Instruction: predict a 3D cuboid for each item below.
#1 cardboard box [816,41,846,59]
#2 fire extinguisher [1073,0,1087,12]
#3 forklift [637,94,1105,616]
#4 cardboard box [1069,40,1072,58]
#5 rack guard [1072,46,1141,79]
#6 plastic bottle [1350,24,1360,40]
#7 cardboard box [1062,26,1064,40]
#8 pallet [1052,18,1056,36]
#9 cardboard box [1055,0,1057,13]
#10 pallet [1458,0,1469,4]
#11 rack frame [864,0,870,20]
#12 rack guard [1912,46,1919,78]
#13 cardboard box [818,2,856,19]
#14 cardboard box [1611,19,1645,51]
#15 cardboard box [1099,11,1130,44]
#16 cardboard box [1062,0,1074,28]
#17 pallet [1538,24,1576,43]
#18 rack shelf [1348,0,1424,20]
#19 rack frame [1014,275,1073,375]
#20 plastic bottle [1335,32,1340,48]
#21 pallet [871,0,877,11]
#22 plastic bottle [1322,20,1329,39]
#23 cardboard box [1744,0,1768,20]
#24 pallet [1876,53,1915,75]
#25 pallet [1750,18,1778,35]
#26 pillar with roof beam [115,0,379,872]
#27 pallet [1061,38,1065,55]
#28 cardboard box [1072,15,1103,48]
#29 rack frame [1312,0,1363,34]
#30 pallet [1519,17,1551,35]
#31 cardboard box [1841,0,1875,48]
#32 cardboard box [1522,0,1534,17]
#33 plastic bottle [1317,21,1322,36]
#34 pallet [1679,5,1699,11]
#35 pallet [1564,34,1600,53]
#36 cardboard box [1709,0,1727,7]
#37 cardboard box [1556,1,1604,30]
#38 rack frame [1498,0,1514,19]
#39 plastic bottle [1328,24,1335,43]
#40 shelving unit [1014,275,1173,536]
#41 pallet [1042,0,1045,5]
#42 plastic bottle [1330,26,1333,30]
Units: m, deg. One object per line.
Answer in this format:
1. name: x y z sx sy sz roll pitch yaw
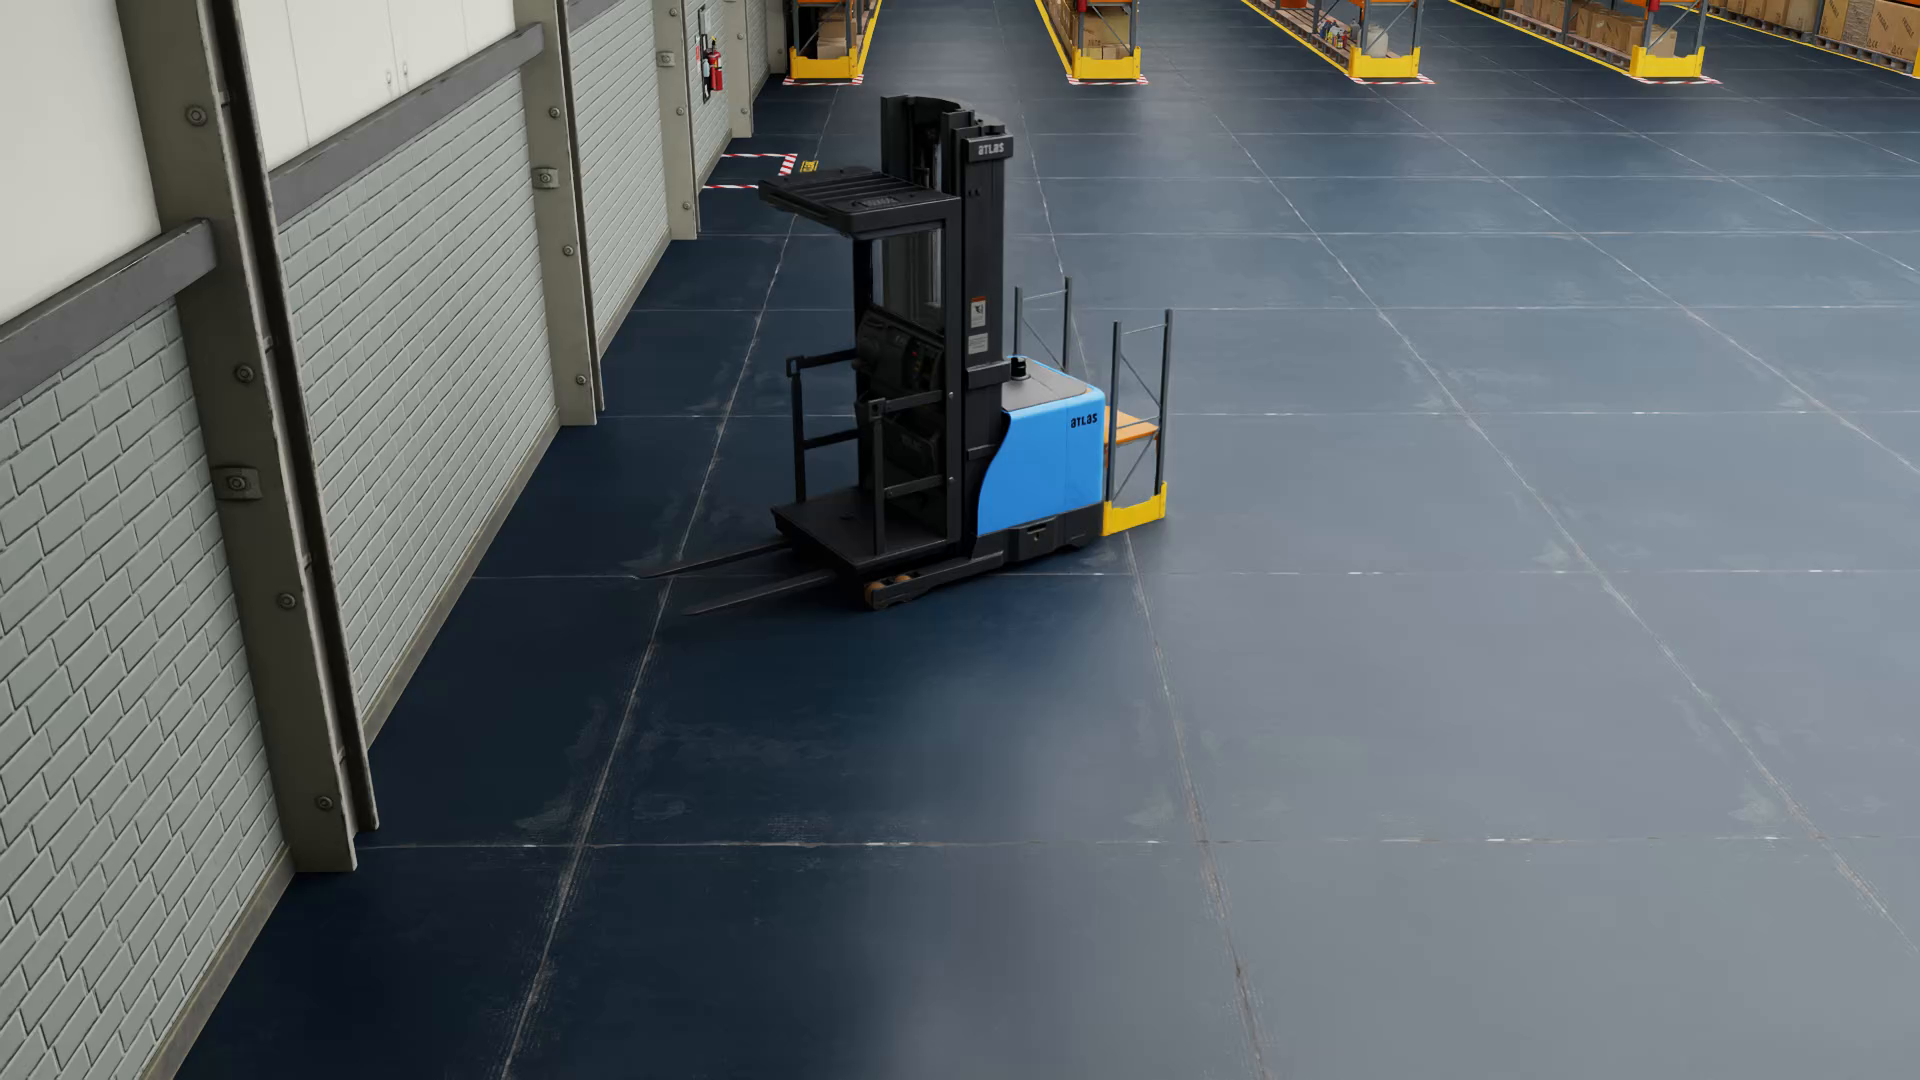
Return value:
1. cardboard box: -2.310 -8.757 29.702 0.500 0.311 0.500 -3 25 -7
2. fire extinguisher: 2.098 -9.434 28.564 0.296 0.674 0.183 0 24 -1
3. forklift: -0.549 -1.151 10.237 3.031 2.935 1.130 -15 29 -30
4. cardboard box: 2.242 -8.885 30.081 0.500 0.250 0.500 0 24 -1
5. rack guard: 2.561 -8.372 29.153 1.175 0.500 0.348 0 24 -1
6. plastic bottle: 7.620 -9.795 32.038 0.152 0.276 0.135 0 24 -1
7. cardboard box: 2.220 -9.709 31.903 0.500 0.250 0.500 0 24 -1
8. pallet: 2.454 -10.706 34.664 1.003 0.211 1.213 0 24 -1
9. cardboard box: 2.211 -10.948 33.964 0.500 0.311 0.500 0 24 -1
10. pallet: 12.420 -12.920 39.561 1.003 0.211 1.213 0 24 -1
11. rack frame: -2.480 -12.793 35.896 1.000 3.000 0.127 0 24 -1
12. rack guard: 17.428 -8.395 29.206 1.175 0.500 0.348 0 24 -1
13. cardboard box: -2.461 -10.510 33.347 0.700 0.500 0.500 1 24 1
14. cardboard box: 12.448 -9.377 30.868 0.500 0.500 0.500 2 24 4
15. cardboard box: 2.770 -9.229 29.932 0.500 0.500 0.500 0 24 -1
16. cardboard box: 2.223 -10.050 31.749 0.500 0.500 0.500 0 24 -1
17. pallet: 12.413 -10.262 33.683 1.003 0.211 1.213 0 24 -1
18. rack shelf: 7.492 -10.037 30.676 1.077 0.370 4.000 0 24 -1
19. rack frame: 0.582 -1.119 11.897 0.500 1.500 0.032 -17 29 -34
20. plastic bottle: 7.036 -9.307 30.950 0.061 0.283 0.133 0 24 1
21. pallet: -2.423 -12.349 38.299 1.003 0.211 1.213 0 24 -1
22. plastic bottle: 7.064 -9.848 32.066 0.144 0.351 0.185 0 24 1
23. cardboard box: 17.270 -11.395 35.026 1.050 0.750 0.750 0 24 0
24. pallet: 17.341 -8.603 30.015 1.003 0.211 1.213 0 24 -1
25. pallet: 17.284 -10.743 34.748 1.003 0.211 1.213 0 24 -1
26. pillar with roof beam: 1.302 -2.644 6.177 9.100 9.000 0.400 0 24 -1
27. pallet: 2.484 -9.570 32.154 1.003 0.211 1.213 0 24 -1
28. cardboard box: 2.258 -9.020 29.471 0.500 0.500 0.500 0 24 -1
29. rack frame: 7.470 -11.189 32.350 1.000 3.000 0.127 0 24 -1
30. pallet: 12.397 -10.766 34.798 1.003 0.211 1.213 0 24 -1
31. cardboard box: 17.334 -9.785 31.313 0.875 0.875 0.875 0 24 0
32. cardboard box: 12.426 -11.417 35.353 0.700 0.500 0.500 -2 24 -5
33. plastic bottle: 7.036 -10.013 32.527 0.097 0.271 0.097 0 24 0
34. pallet: 17.323 -12.393 38.396 1.003 0.211 1.213 0 24 -1
35. pallet: 12.466 -9.665 32.363 1.003 0.211 1.213 0 24 -1
36. cardboard box: 17.072 -12.163 37.027 0.500 0.500 0.500 0 24 -1
37. cardboard box: 12.438 -10.526 33.384 0.700 0.500 0.500 -2 24 -5
38. rack frame: 12.379 -12.860 36.044 1.000 3.000 0.127 0 24 -1
39. plastic bottle: 7.071 -9.595 31.507 0.144 0.351 0.185 0 24 -1
40. shelving unit: 0.883 -0.955 11.535 0.587 1.500 1.083 -17 29 -34
41. pallet: 2.477 -12.860 39.427 1.003 0.211 1.213 0 24 -1
42. plastic bottle: 7.105 -9.674 31.777 0.097 0.271 0.097 0 24 0
